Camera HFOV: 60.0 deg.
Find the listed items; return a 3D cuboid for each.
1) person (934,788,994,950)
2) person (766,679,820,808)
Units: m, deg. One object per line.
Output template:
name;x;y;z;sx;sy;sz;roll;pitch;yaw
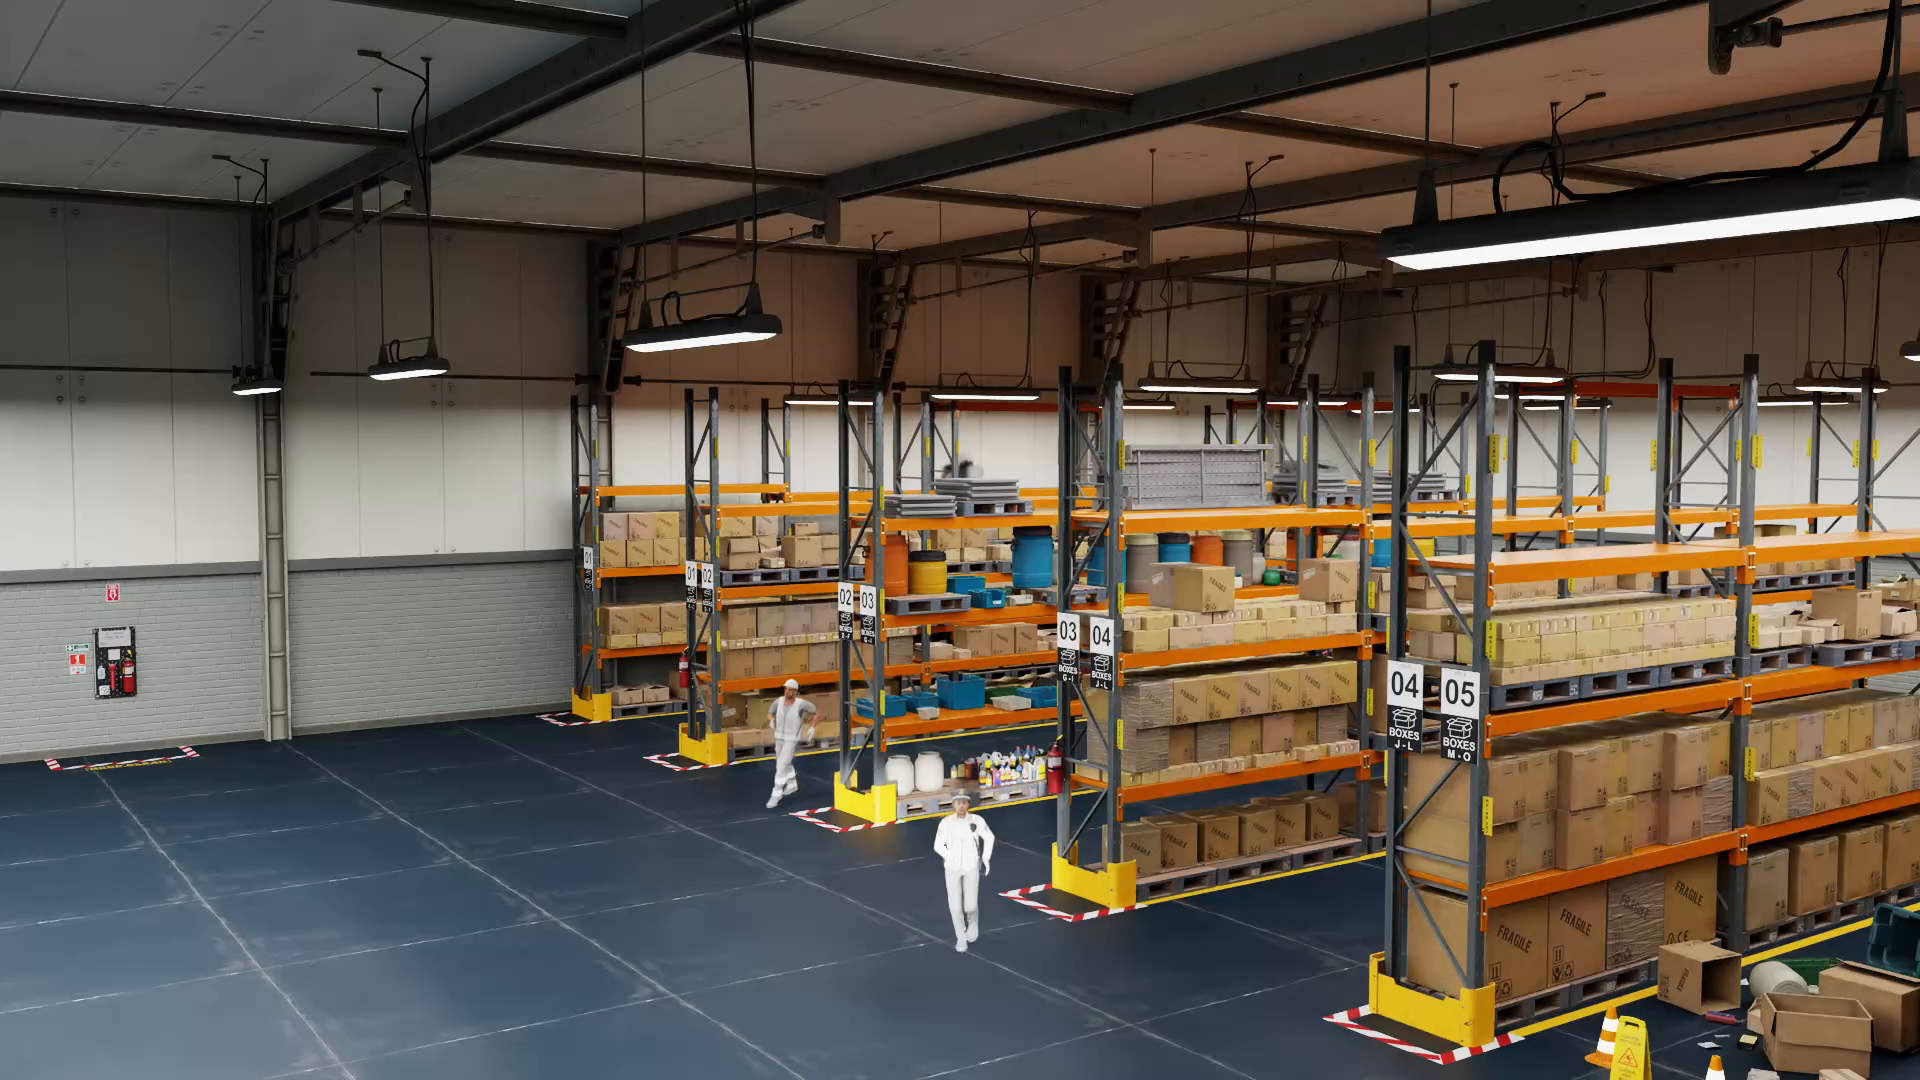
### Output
person;0.034;3.324;16.746;0.599;1.659;0.554;0;3;4
person;-2.408;2.863;23.605;0.701;1.819;0.791;2;4;27
